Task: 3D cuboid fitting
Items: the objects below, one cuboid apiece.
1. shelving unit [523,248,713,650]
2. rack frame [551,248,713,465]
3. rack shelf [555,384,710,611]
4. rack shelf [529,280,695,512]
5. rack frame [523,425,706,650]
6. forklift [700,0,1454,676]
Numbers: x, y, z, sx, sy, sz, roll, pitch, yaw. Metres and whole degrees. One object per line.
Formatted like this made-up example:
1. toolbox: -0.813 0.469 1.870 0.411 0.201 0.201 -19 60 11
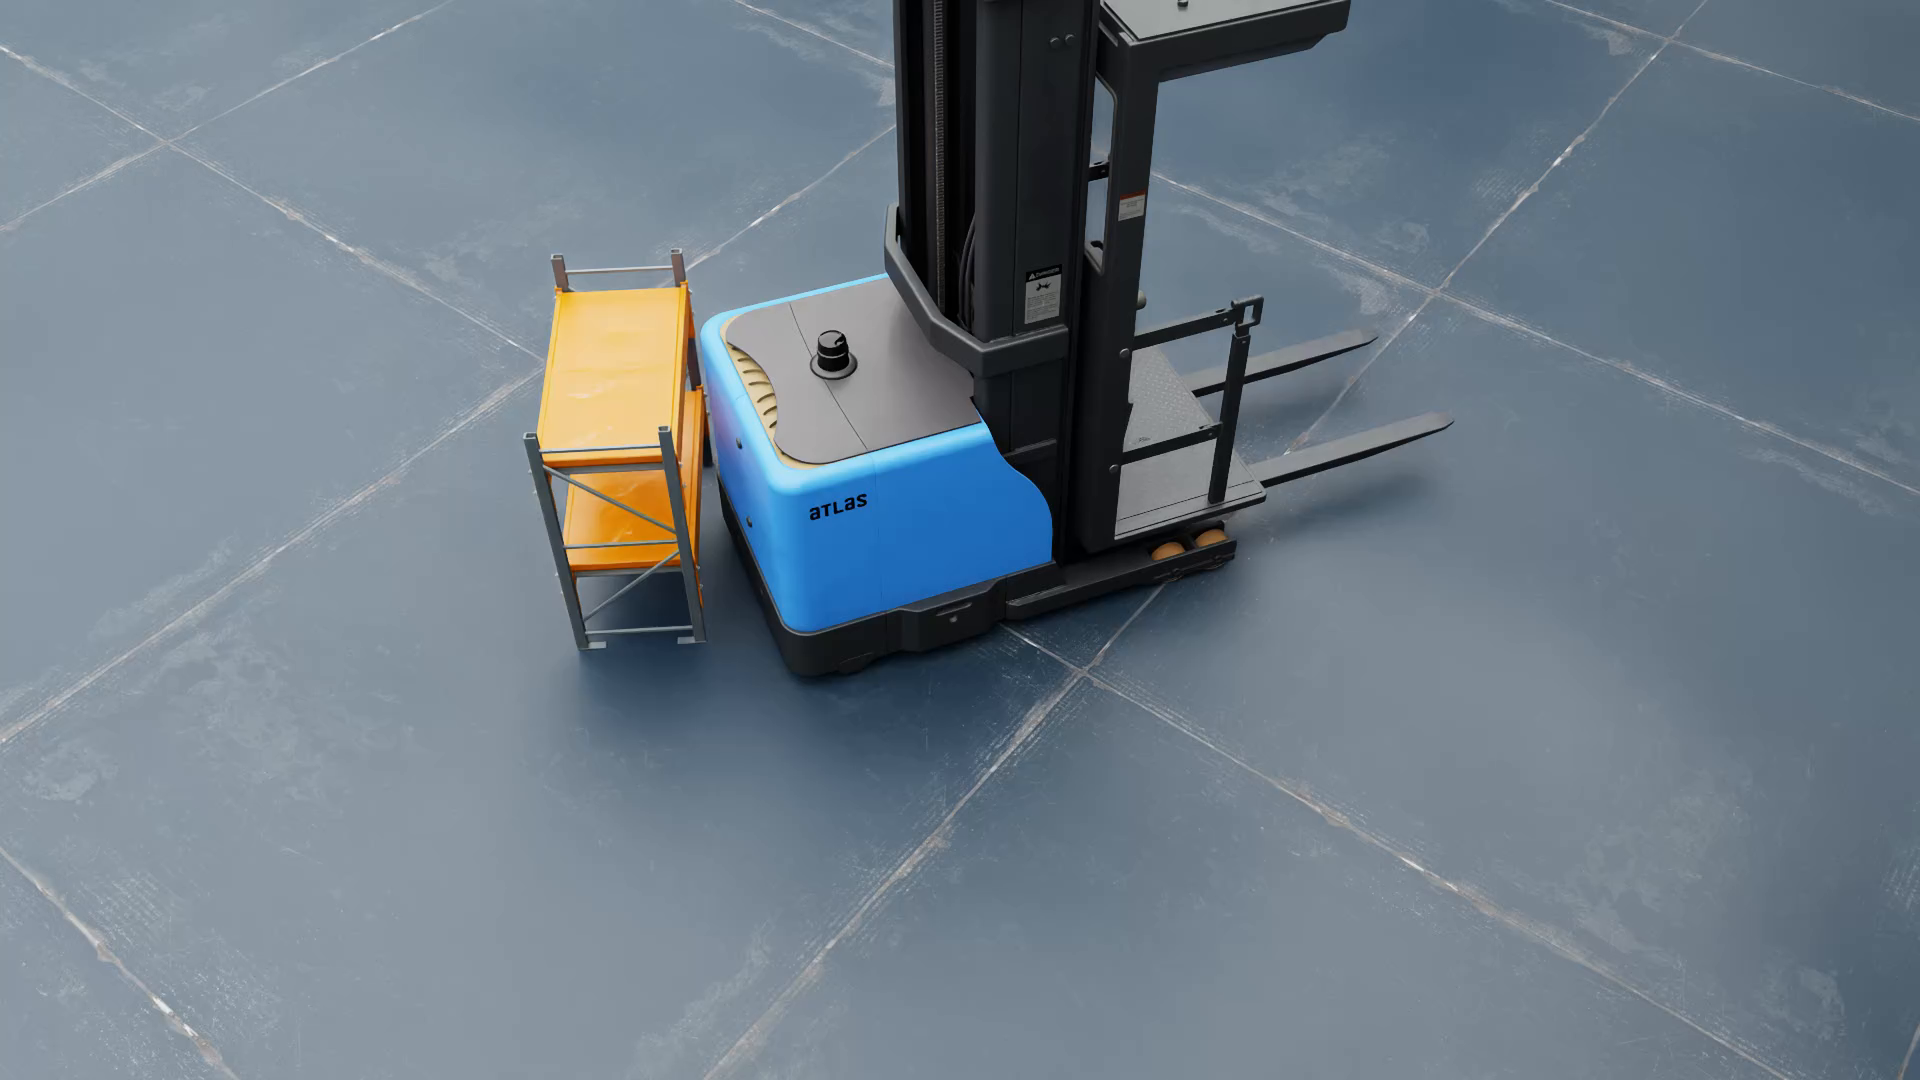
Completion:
1. shelving unit: -1.286 -0.349 6.470 0.538 1.125 1.048 -3 46 -3
2. rack frame: -1.325 -0.715 6.820 0.500 1.125 0.032 -3 46 -3
3. rack shelf: -1.286 -0.180 6.647 0.538 0.278 1.000 -3 46 -3
4. rack shelf: -1.286 -0.551 6.259 0.538 0.278 1.000 -3 46 -3
5. rack frame: -1.247 0.018 6.120 0.500 1.125 0.032 -3 46 -3
6. forklift: 0.581 -1.181 6.016 3.031 2.935 1.130 -16 48 -15
